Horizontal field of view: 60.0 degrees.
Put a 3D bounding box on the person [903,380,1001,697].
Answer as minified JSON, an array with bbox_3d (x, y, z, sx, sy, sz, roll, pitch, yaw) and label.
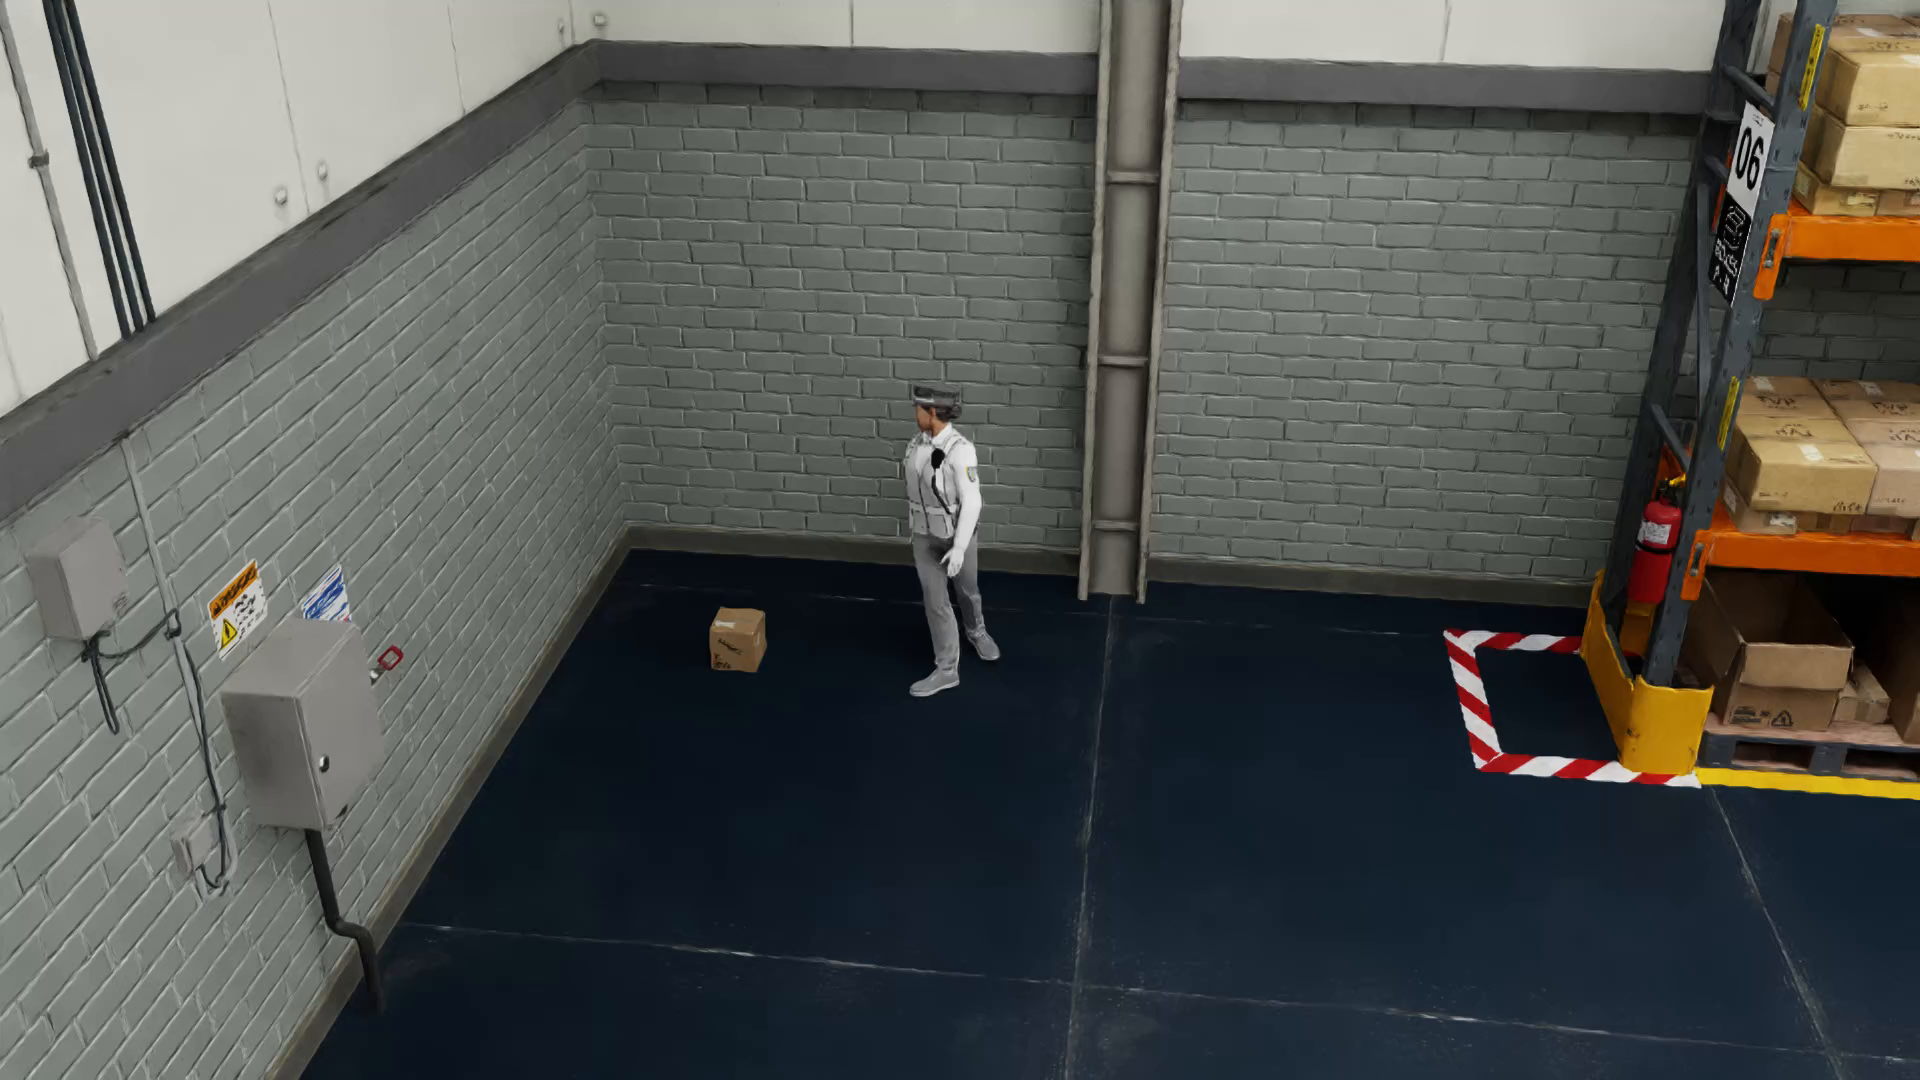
[{"bbox_3d":[-0.096,-0.026,8.682,0.519,1.642,0.688,17,33,28],"label":"person"}]
